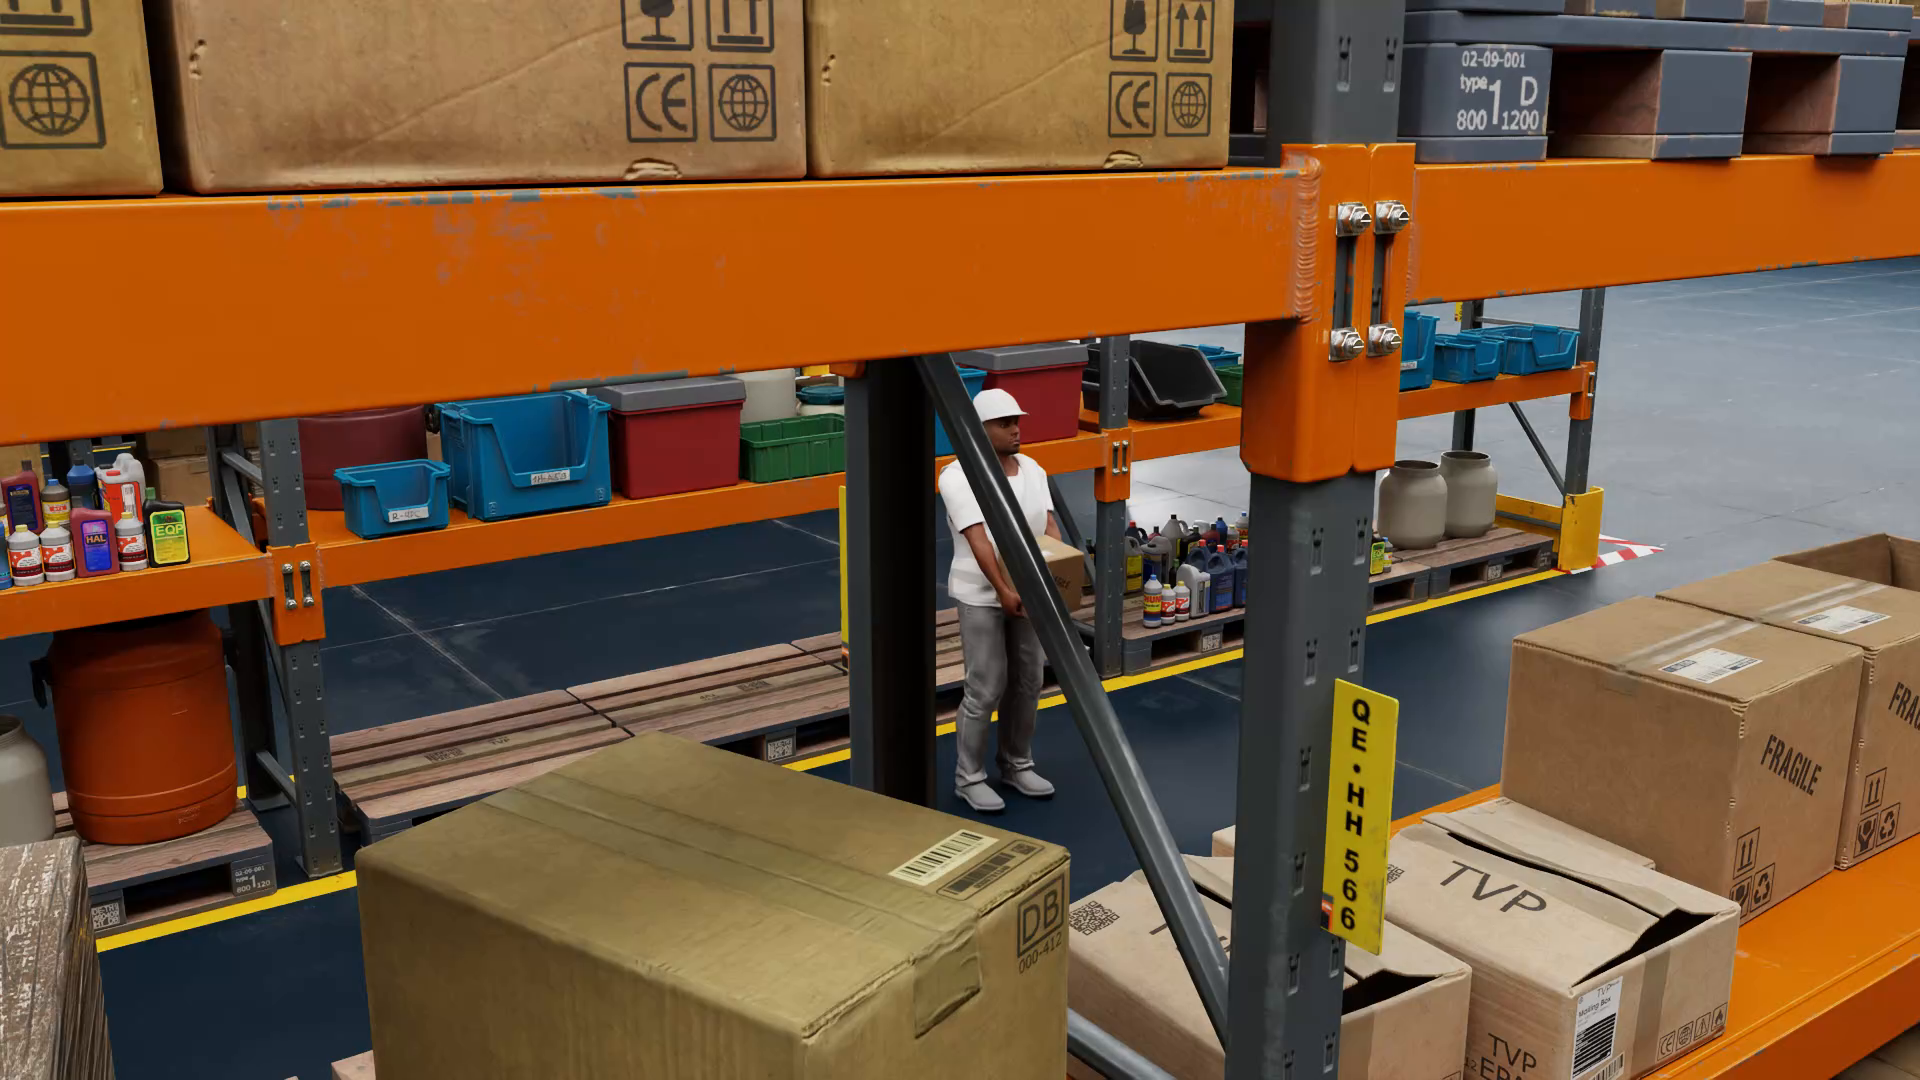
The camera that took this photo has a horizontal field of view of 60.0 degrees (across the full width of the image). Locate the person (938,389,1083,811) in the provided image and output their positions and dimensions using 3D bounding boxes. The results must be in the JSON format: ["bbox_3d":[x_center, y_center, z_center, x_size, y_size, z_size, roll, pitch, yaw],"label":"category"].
[{"bbox_3d":[0.230,0.263,6.945,0.502,1.762,0.586,-10,18,-35],"label":"person"}]
